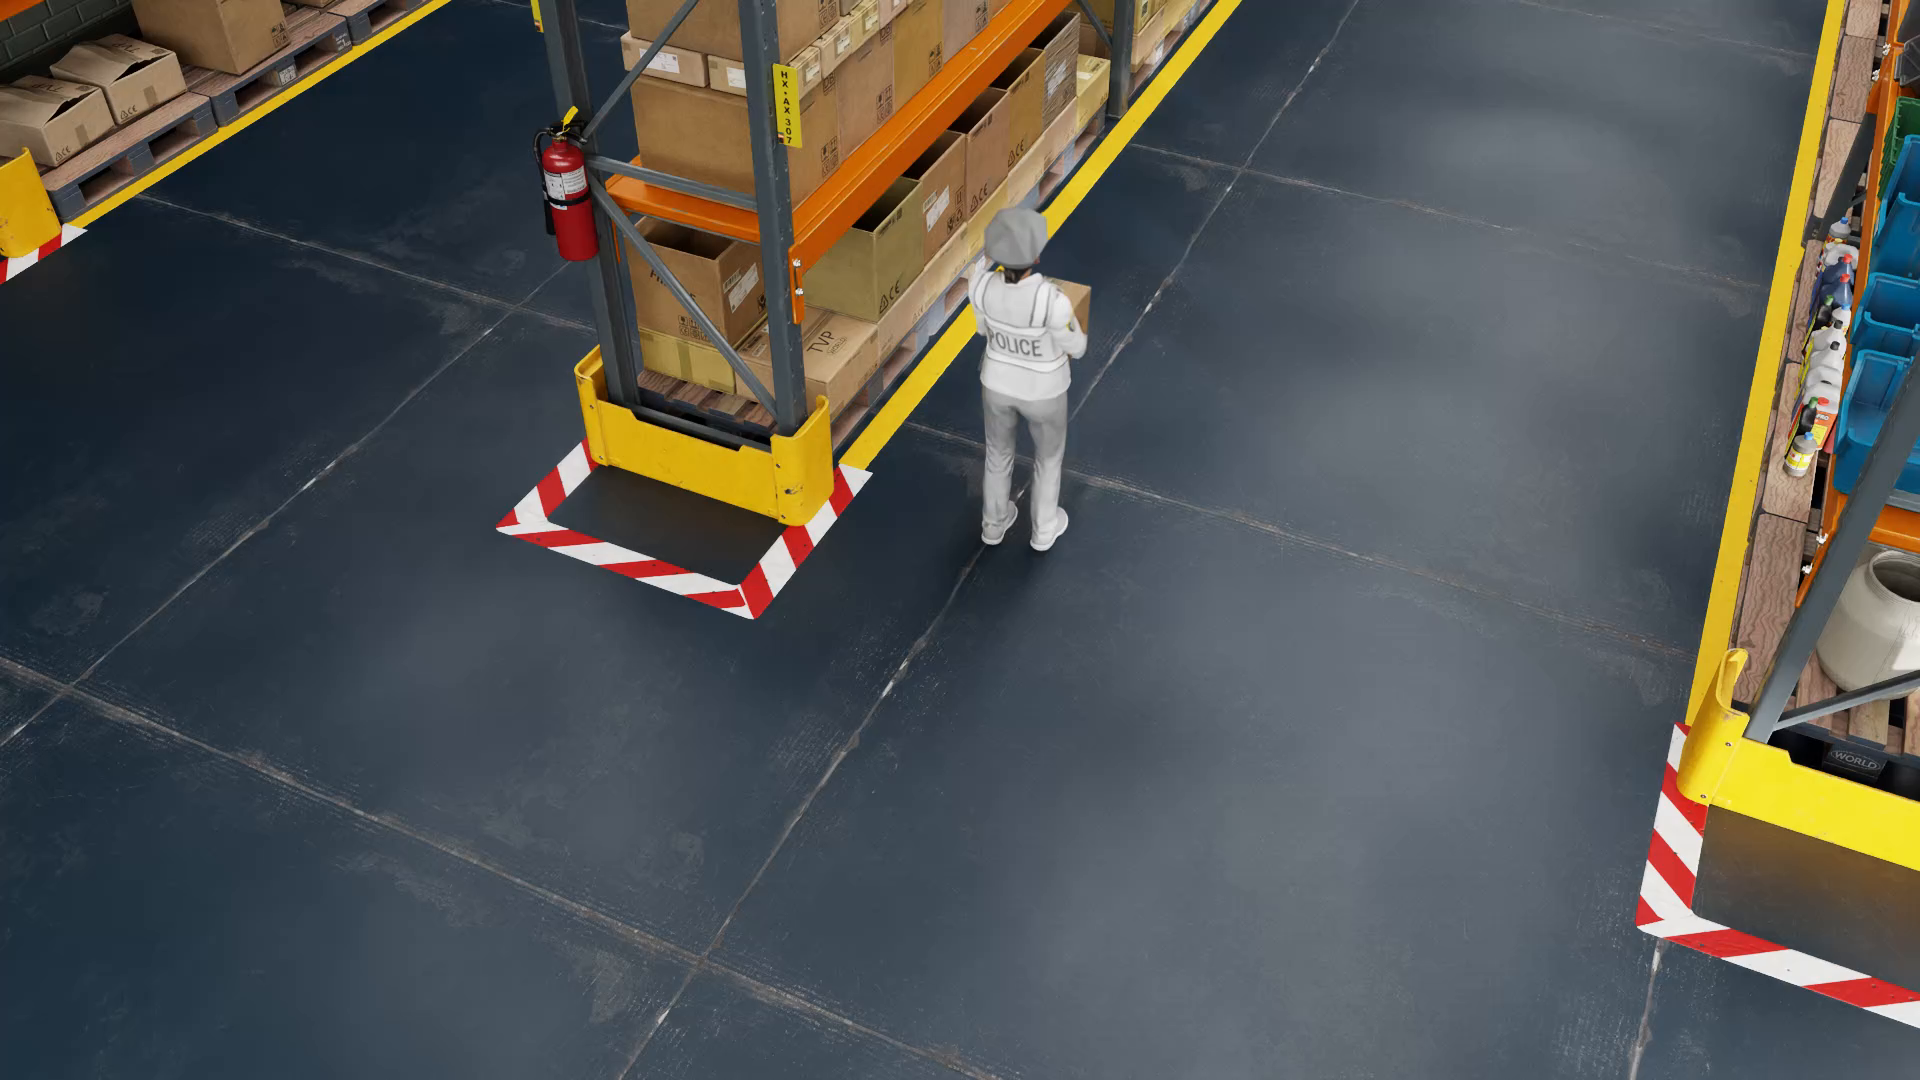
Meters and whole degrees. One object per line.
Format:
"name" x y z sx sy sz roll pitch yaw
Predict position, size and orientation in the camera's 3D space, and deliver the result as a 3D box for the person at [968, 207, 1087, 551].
"person" 0.287 -0.672 6.881 0.461 1.686 0.563 16 45 17
